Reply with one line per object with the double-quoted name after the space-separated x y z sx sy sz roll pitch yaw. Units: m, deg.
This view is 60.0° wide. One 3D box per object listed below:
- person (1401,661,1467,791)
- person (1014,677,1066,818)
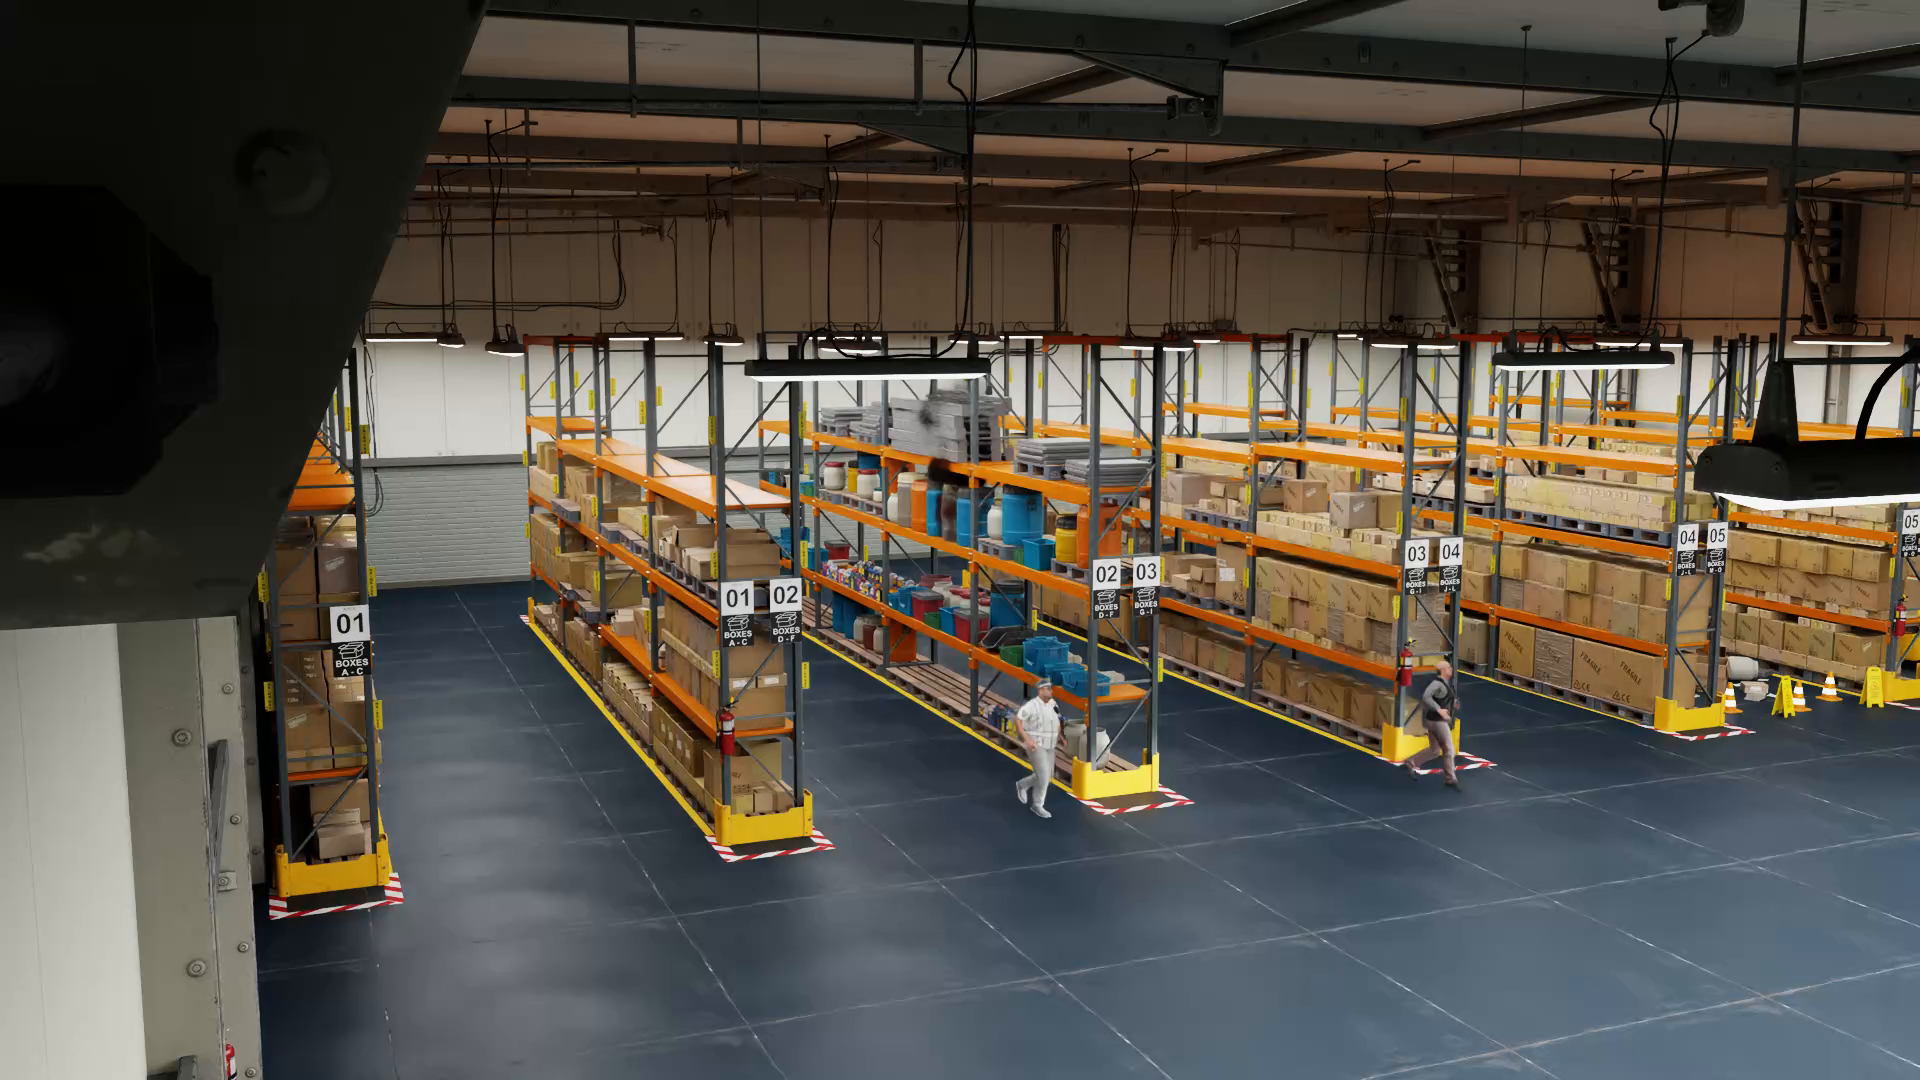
6.498 2.497 22.673 0.894 1.717 0.684 3 8 20 "person"
1.023 2.639 21.473 0.710 1.749 0.691 -7 11 -44 "person"
